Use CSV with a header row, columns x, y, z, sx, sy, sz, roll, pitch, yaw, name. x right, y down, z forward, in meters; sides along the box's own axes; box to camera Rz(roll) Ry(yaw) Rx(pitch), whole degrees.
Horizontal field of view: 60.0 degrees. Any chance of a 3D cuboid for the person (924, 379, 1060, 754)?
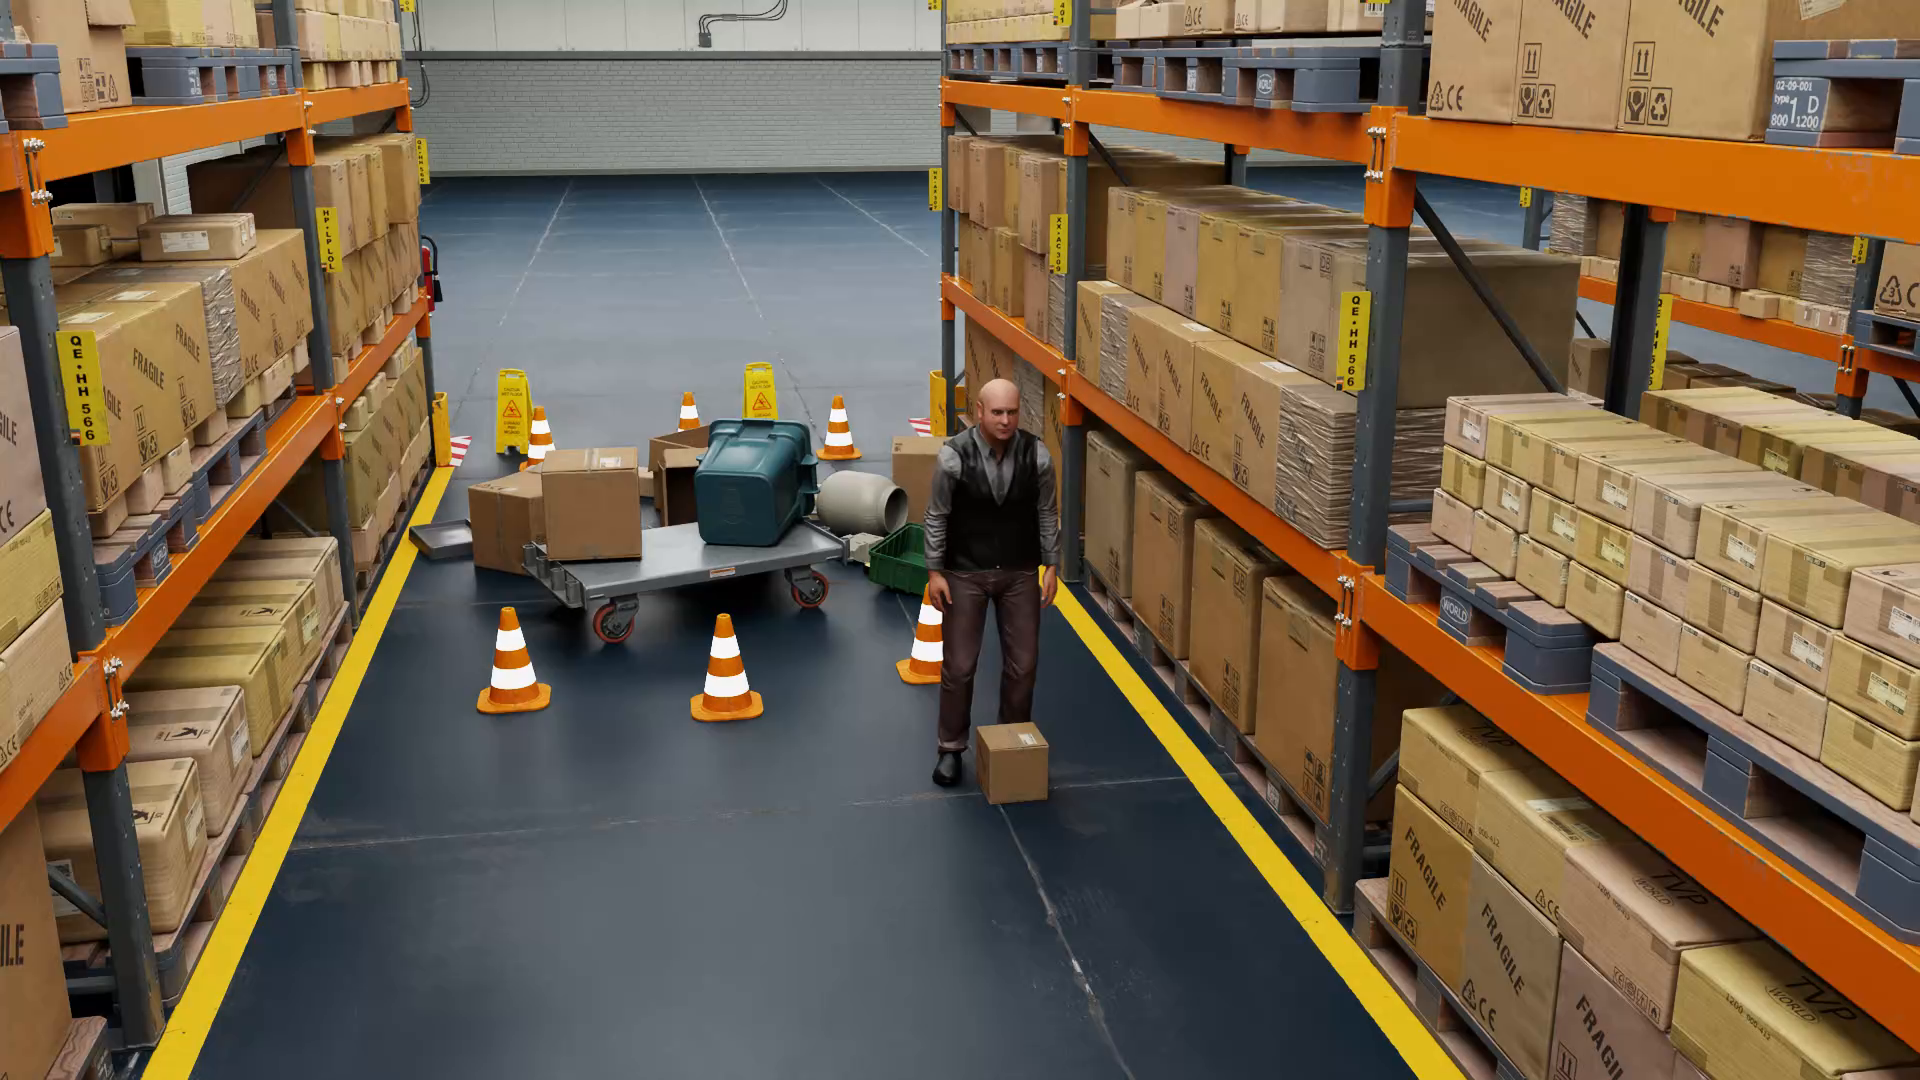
x,y,z,sx,sy,sz,roll,pitch,yaw,name
0.133,0.176,7.054,0.580,1.563,0.407,-3,16,-10,person
